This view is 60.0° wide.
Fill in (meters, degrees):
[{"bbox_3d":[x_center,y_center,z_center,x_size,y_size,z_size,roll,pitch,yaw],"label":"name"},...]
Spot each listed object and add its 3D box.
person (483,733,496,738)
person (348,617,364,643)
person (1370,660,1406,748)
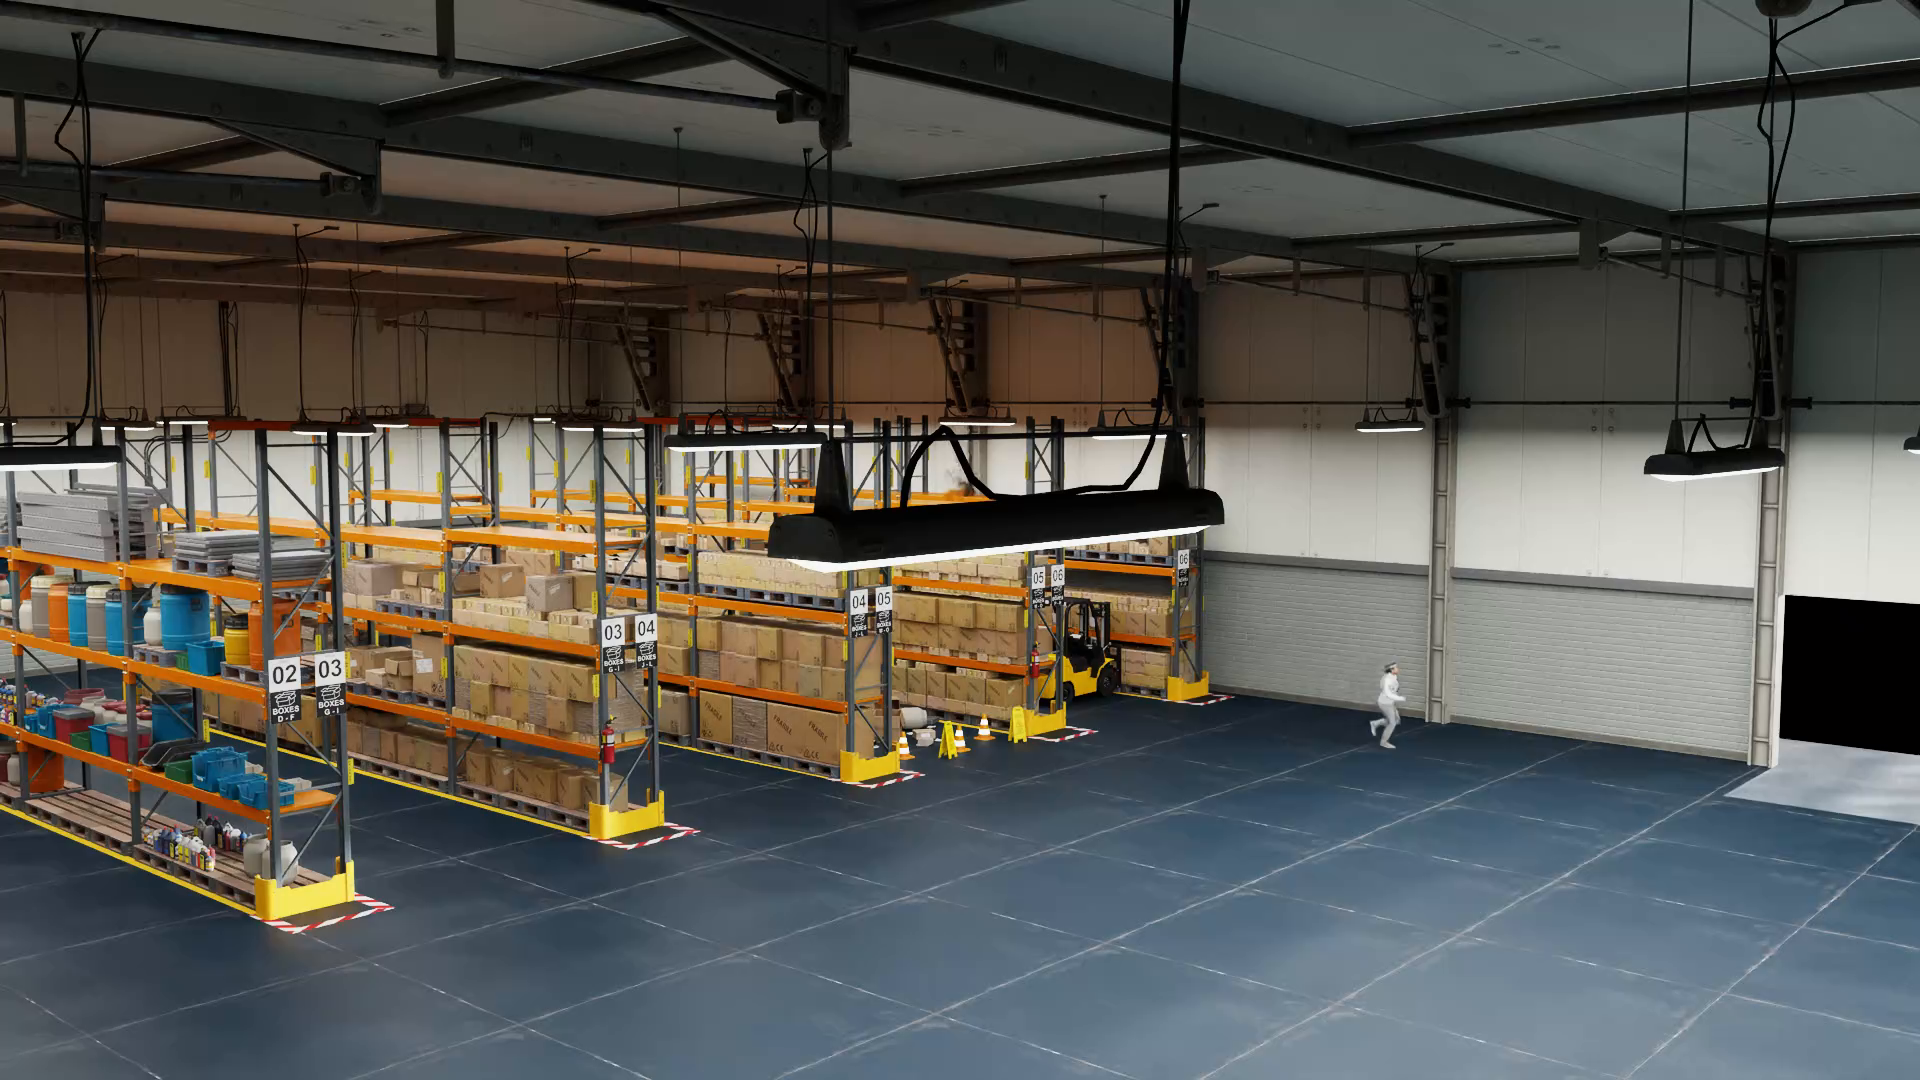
[{"bbox_3d":[-8.684,2.917,31.174,0.727,1.618,0.559,3,6,35],"label":"person"},{"bbox_3d":[-14.266,2.247,39.393,0.637,1.674,0.698,-3,6,-31],"label":"person"},{"bbox_3d":[7.847,3.002,30.447,0.636,1.645,0.652,2,5,20],"label":"person"}]
